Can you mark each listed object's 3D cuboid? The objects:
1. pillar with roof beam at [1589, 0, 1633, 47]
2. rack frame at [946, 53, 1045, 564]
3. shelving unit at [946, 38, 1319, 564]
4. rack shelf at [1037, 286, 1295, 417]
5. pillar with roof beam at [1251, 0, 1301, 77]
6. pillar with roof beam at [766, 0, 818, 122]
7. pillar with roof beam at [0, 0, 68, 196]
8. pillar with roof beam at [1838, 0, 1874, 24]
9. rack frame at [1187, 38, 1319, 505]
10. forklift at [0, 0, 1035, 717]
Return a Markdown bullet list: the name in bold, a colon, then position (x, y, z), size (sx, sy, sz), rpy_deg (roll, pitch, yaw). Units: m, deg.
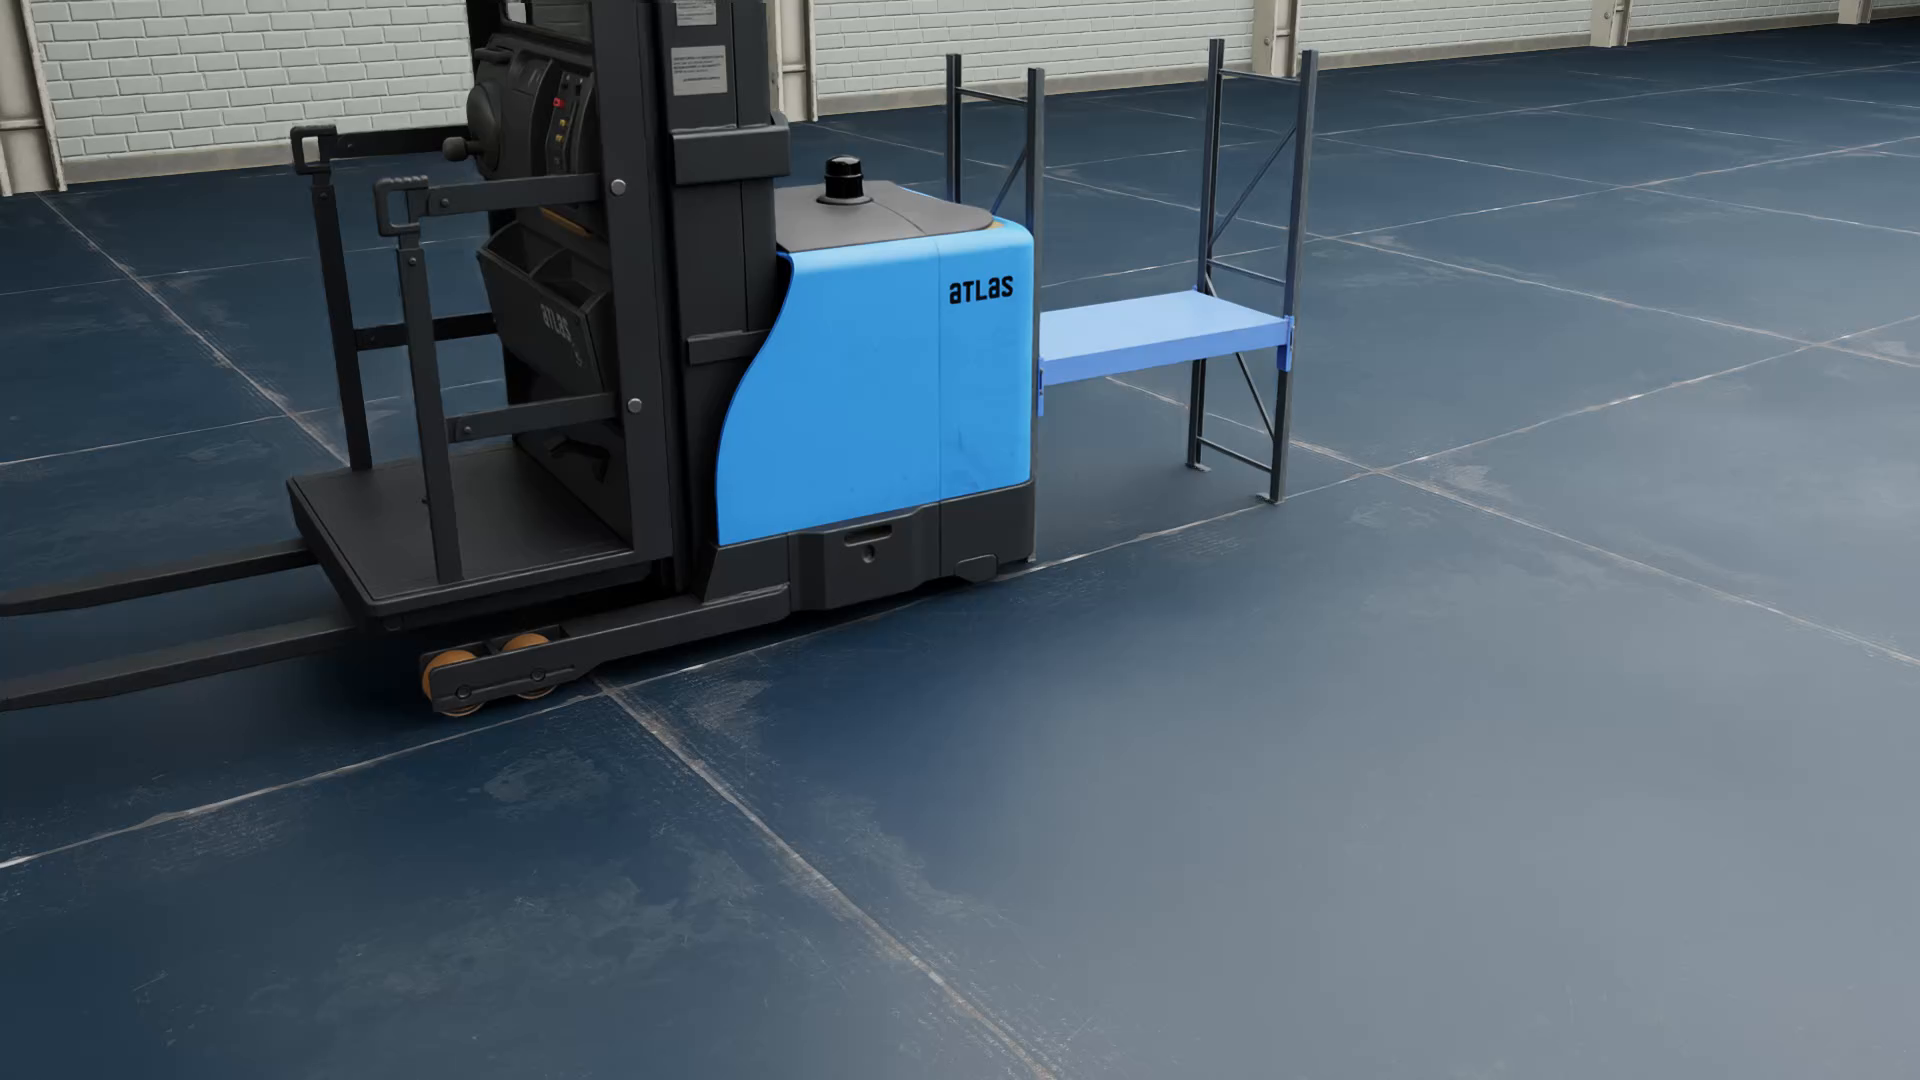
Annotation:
- **pillar with roof beam**: position (10.756, -9.181, 16.263), size (0.400, 9.000, 9.100), rpy_deg (-15, 26, -33)
- **rack frame**: position (0.098, -0.705, 5.139), size (0.032, 1.500, 0.500), rpy_deg (-12, 25, -28)
- **shelving unit**: position (0.535, -0.801, 5.380), size (1.048, 1.500, 0.538), rpy_deg (-12, 25, -28)
- **rack shelf**: position (0.535, -0.634, 5.447), size (1.000, 0.185, 0.538), rpy_deg (-12, 25, -28)
- **pillar with roof beam**: position (5.886, -7.882, 13.008), size (0.400, 9.000, 9.100), rpy_deg (-15, 26, -33)
- **pillar with roof beam**: position (1.015, -6.584, 9.754), size (0.400, 9.000, 9.100), rpy_deg (-15, 26, -33)
- **pillar with roof beam**: position (-3.855, -5.285, 6.499), size (0.400, 9.000, 9.100), rpy_deg (-15, 26, -33)
- **pillar with roof beam**: position (15.627, -10.480, 19.517), size (0.400, 9.000, 9.100), rpy_deg (-15, 26, -33)
- **rack frame**: position (0.972, -0.897, 5.622), size (0.032, 1.500, 0.500), rpy_deg (-12, 25, -28)
- **forklift**: position (-1.303, -1.132, 4.279), size (3.031, 2.935, 1.130), rpy_deg (-12, 25, -28)
